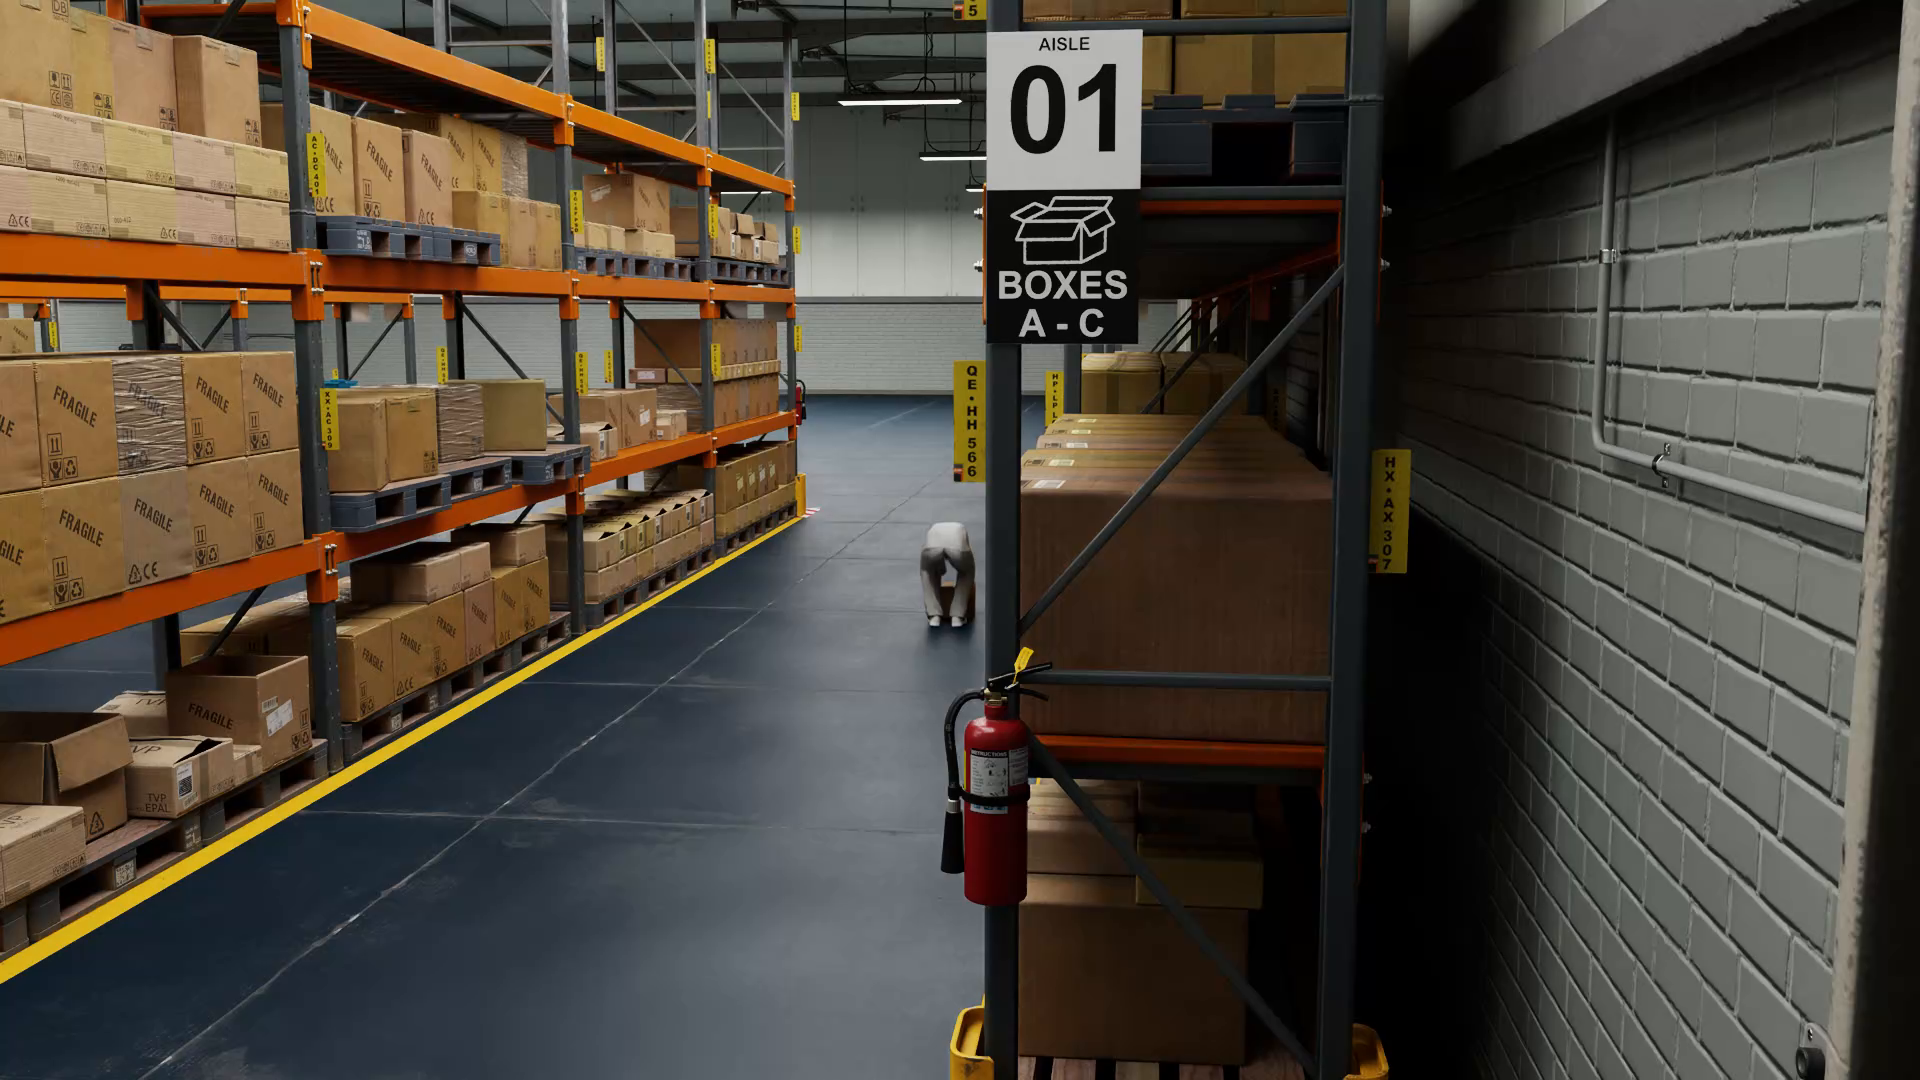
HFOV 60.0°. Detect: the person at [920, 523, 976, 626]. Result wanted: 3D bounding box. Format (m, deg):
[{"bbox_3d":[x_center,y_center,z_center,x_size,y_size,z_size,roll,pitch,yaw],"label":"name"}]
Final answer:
[{"bbox_3d":[-0.103,0.258,13.517,0.457,0.841,0.853,0,8,3],"label":"person"}]
